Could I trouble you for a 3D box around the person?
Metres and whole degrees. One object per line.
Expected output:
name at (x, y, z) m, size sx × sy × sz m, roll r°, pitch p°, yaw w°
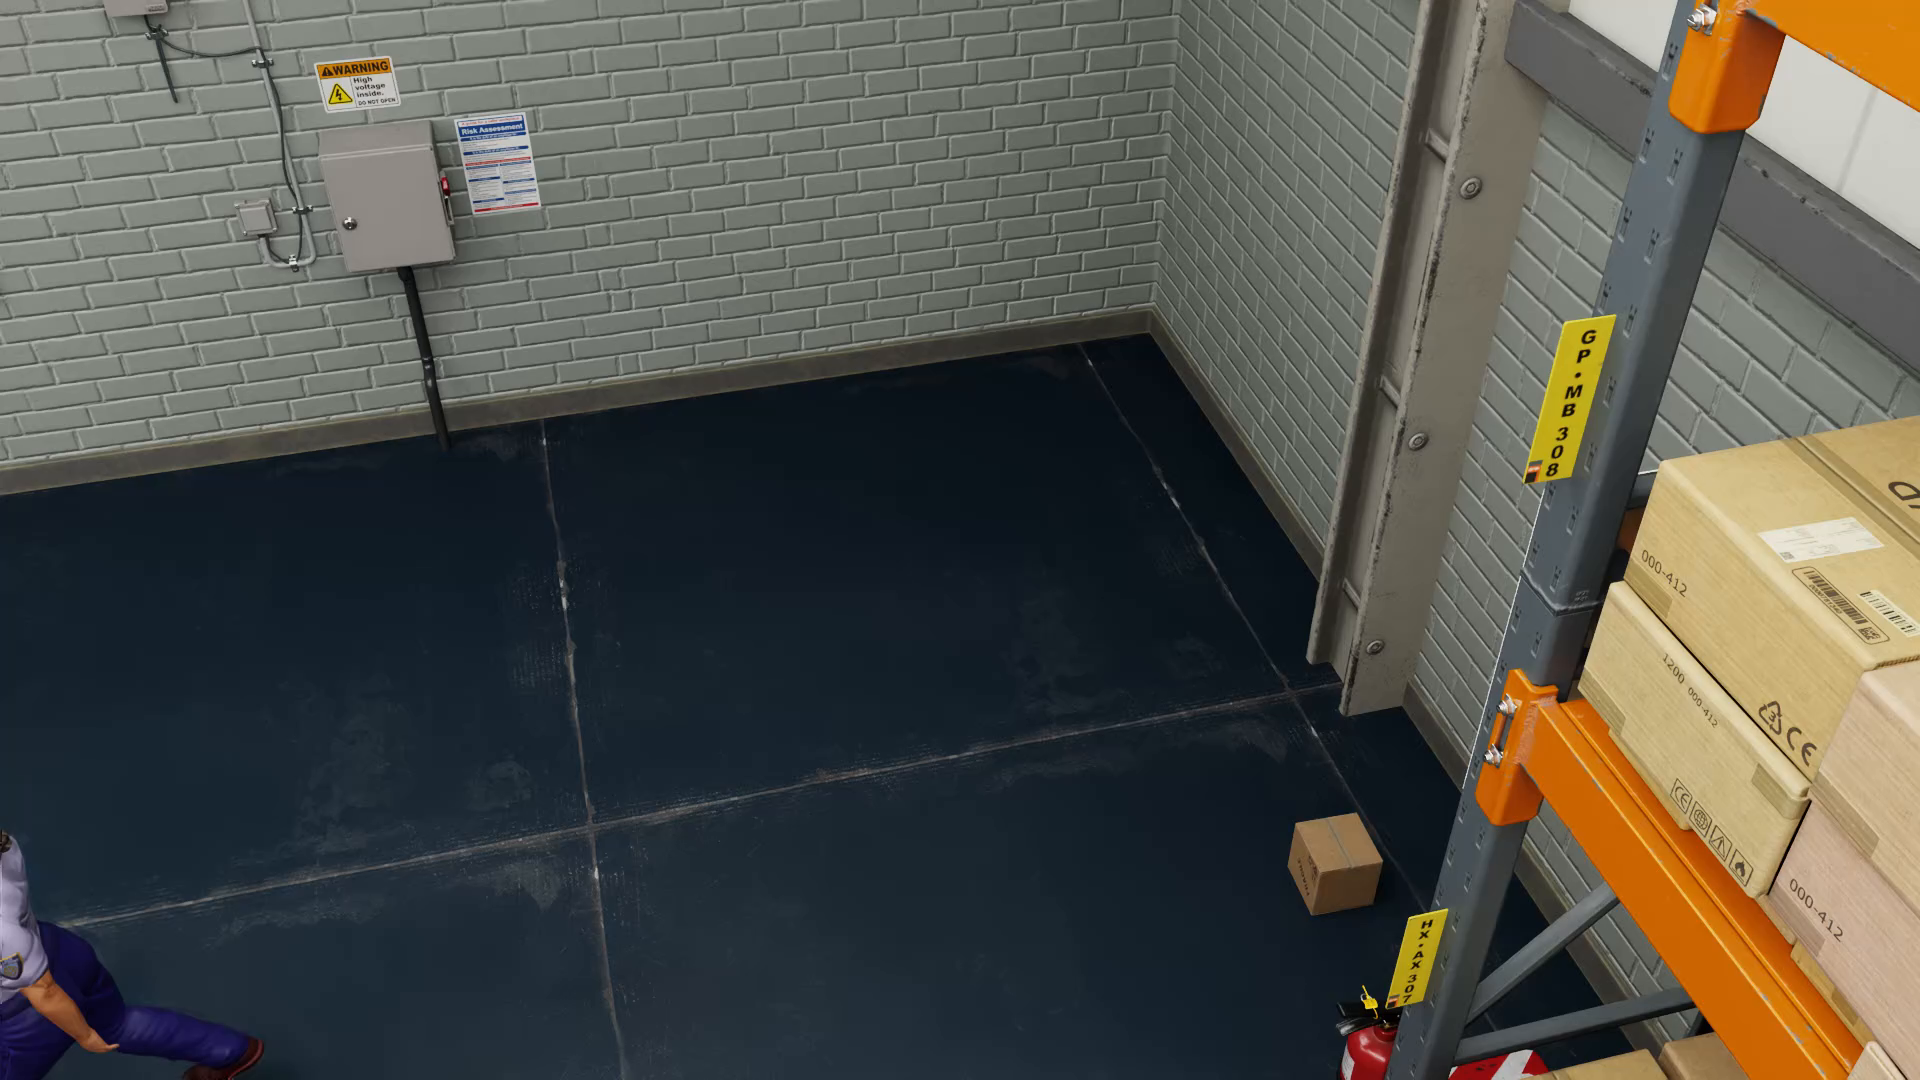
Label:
person at (-2.796, 1.366, 5.007) m, size 1.013 × 1.591 × 0.464 m, roll -11°, pitch 40°, yaw -13°
